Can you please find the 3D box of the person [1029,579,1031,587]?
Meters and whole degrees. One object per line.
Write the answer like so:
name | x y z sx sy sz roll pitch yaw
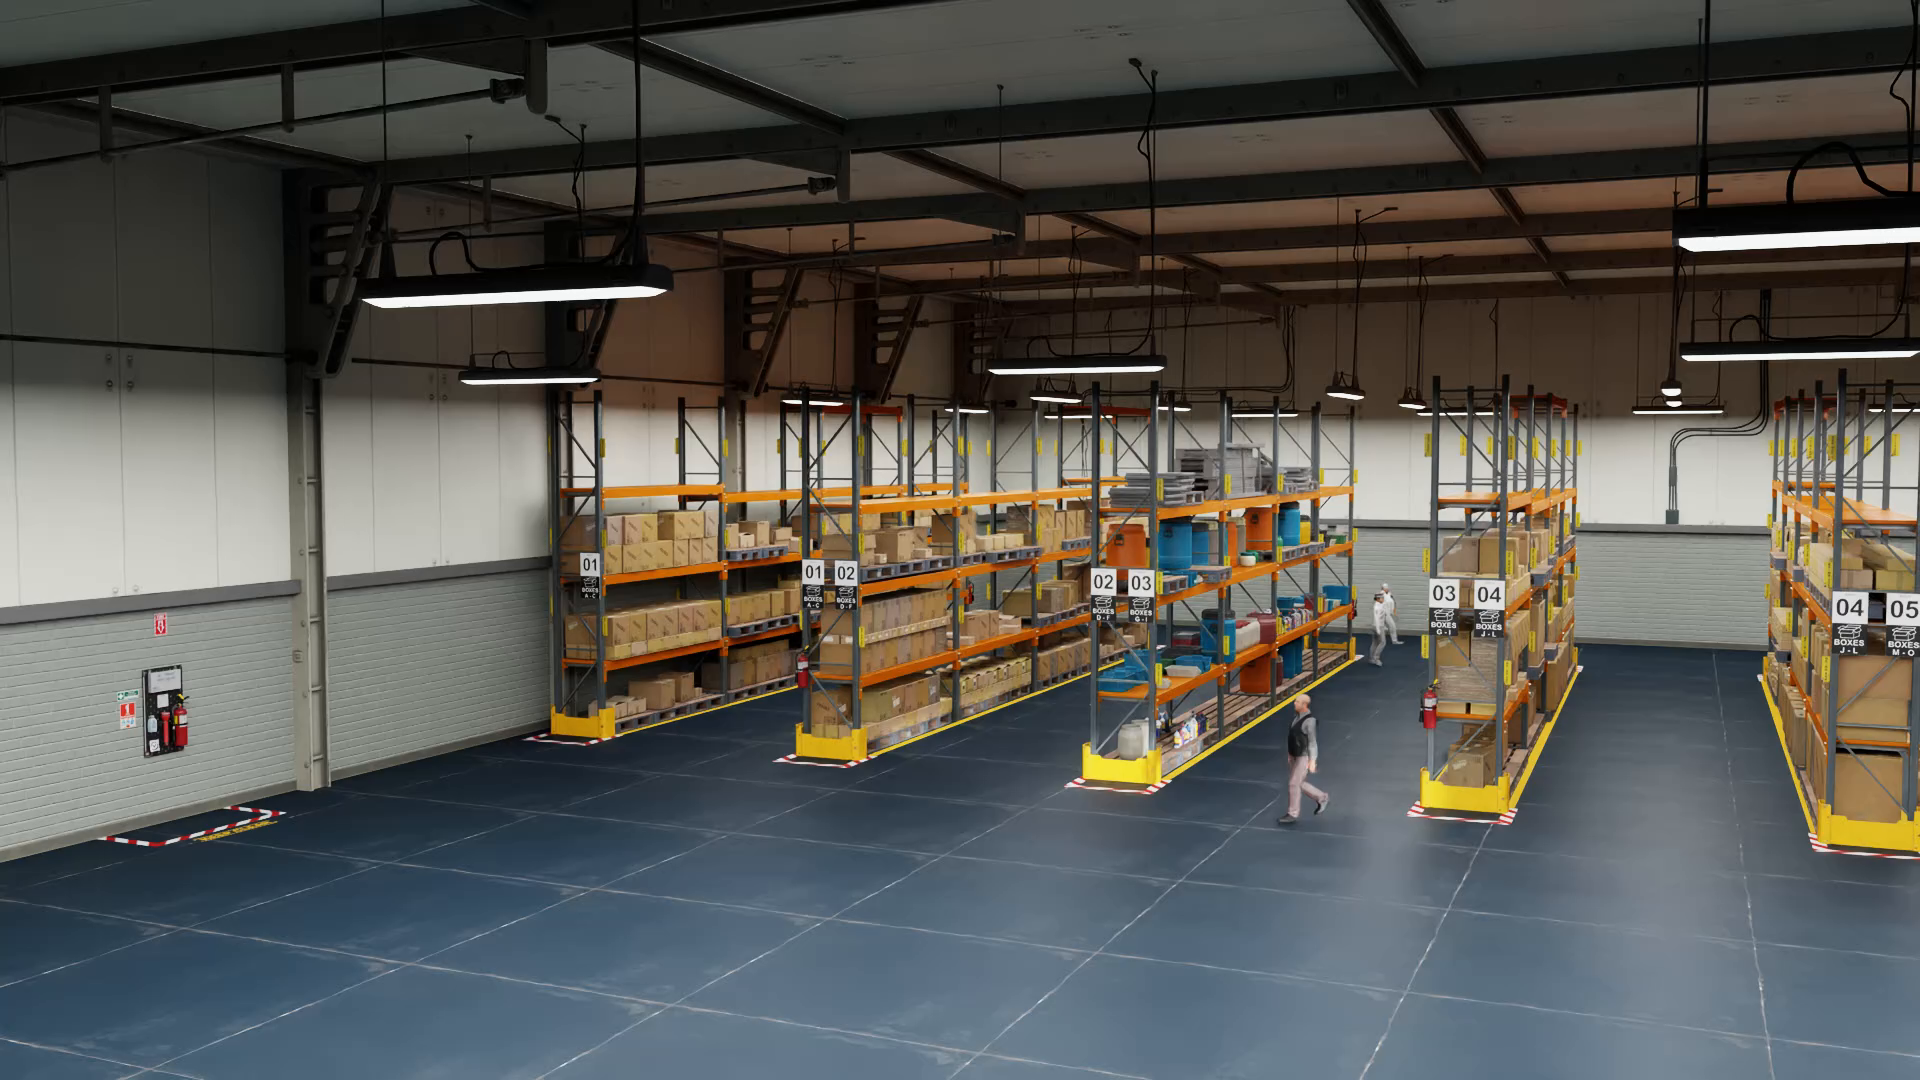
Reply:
person | 1.917 1.781 43.739 0.418 1.606 0.436 1 3 18

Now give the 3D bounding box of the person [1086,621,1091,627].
person | 3.617 1.645 45.596 0.447 1.646 0.747 -2 4 -28

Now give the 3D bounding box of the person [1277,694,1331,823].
person | 4.607 2.910 22.305 0.831 1.697 0.582 -1 3 -12

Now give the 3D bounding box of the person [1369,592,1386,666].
person | 9.673 2.047 38.481 0.369 1.692 0.558 1 3 10

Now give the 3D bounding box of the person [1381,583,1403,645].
person | 10.945 1.876 42.515 0.474 1.545 0.952 -2 4 -38
